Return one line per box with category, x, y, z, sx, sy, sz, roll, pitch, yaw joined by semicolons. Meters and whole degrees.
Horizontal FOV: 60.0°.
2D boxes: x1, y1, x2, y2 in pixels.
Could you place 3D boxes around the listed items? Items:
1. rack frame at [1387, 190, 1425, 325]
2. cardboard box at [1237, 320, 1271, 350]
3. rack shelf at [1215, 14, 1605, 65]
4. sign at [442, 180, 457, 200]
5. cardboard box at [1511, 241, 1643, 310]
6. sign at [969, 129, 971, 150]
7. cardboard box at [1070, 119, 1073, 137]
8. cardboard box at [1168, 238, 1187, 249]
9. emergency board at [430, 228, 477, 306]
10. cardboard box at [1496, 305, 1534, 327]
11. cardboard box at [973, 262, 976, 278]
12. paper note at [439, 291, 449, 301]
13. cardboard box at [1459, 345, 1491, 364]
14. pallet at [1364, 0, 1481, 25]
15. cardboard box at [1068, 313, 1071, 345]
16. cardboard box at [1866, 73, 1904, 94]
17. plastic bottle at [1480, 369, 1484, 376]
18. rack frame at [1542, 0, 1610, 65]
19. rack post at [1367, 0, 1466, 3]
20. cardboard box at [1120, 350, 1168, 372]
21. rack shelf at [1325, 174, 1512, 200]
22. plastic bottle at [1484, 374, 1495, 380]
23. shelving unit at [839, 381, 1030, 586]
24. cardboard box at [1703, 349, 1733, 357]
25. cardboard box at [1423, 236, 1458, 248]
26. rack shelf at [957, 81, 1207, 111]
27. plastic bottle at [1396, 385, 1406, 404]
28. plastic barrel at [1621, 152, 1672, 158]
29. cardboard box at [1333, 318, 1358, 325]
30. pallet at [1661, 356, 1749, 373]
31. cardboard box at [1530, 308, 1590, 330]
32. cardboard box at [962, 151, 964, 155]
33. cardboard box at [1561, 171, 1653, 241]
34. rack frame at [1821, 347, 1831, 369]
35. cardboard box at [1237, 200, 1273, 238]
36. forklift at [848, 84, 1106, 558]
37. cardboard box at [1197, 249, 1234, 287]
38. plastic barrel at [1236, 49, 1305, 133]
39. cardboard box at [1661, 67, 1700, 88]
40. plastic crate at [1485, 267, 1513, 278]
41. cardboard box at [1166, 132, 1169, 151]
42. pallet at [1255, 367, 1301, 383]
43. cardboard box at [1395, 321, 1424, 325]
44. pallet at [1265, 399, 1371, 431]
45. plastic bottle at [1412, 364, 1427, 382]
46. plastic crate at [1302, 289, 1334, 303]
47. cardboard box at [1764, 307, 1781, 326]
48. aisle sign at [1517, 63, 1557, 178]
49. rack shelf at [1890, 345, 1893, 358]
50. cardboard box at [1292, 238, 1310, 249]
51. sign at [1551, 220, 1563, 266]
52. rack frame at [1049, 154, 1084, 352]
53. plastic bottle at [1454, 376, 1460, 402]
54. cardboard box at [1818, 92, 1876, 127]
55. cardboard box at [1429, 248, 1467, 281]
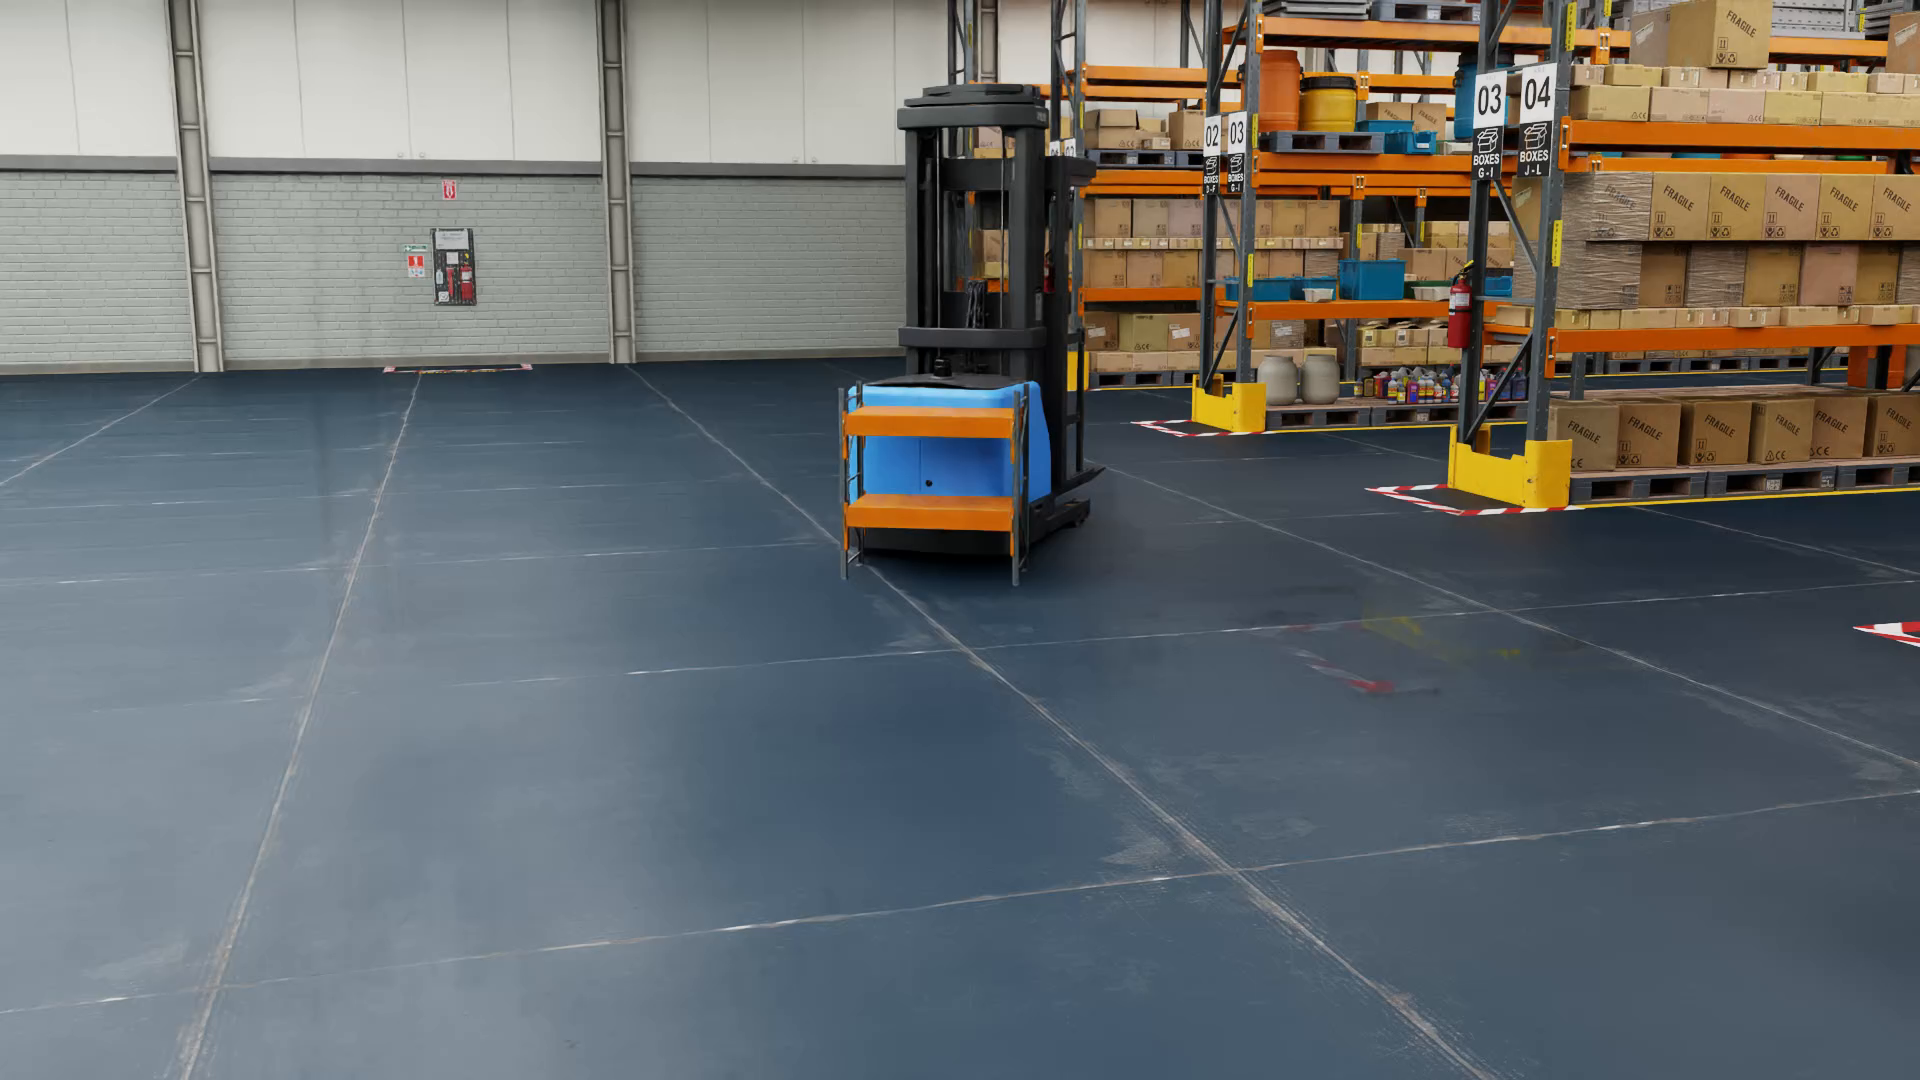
rack frame;7.684;-4.799;28.828;0.127;3.000;1.000;-3;11;-16
cardboard box;3.885;-2.848;22.594;0.500;0.500;0.500;-3;11;-16
rack shelf;4.692;-5.173;17.382;4.000;0.370;1.077;-3;11;-16
sign;-7.747;-5.315;25.228;0.199;0.298;0.001;-3;11;-16
cardboard box;4.692;-2.029;12.686;0.500;0.500;0.875;-3;11;-16
sign;0.154;-6.205;25.766;0.005;0.325;0.100;-3;11;-16
cardboard box;1.829;-6.562;27.028;0.500;0.500;0.500;-3;11;-16
cardboard box;2.818;-3.936;22.075;0.250;0.149;0.380;-3;11;-18
emergency board;-7.711;-4.158;25.346;0.643;1.169;0.194;-3;11;-16
cardboard box;4.372;-1.737;12.893;0.250;0.149;0.380;-3;11;-16
cardboard box;0.397;-4.387;26.952;0.500;0.250;0.500;-3;11;-15
paper note;-7.901;-3.727;25.442;0.142;0.148;0.016;-3;11;-16
cardboard box;7.164;-2.645;23.563;0.500;0.250;0.500;-3;11;-15
pallet;4.655;-5.426;17.292;1.213;0.211;1.003;-3;11;-16
cardboard box;1.958;-3.458;27.232;0.500;0.500;0.700;-4;11;-20
cardboard box;7.009;-3.500;12.802;0.250;0.149;0.380;-3;11;-18
plastic bottle;5.761;-1.794;18.607;0.185;0.351;0.144;-3;11;-16
rack frame;6.612;-5.825;17.830;0.127;3.000;1.000;-3;11;-16
rack post;4.623;-5.688;17.300;0.954;0.300;0.937;-3;11;-17
cardboard box;2.447;-2.402;22.242;0.500;0.250;0.500;-3;11;-16
rack shelf;7.152;-4.958;23.395;4.000;0.370;1.077;-3;11;-16
plastic bottle;5.825;-1.683;18.211;0.135;0.276;0.152;-3;11;-16
shelving unit;-0.143;-0.349;9.834;1.048;1.125;0.538;2;11;9
cardboard box;11.073;-2.977;24.624;0.500;0.500;0.500;-3;11;-18
cardboard box;8.222;-4.984;28.682;0.500;0.500;0.500;-3;11;-14
rack shelf;1.923;-7.090;26.701;4.000;0.370;1.077;-3;11;-16
plastic bottle;4.699;-1.555;17.720;0.097;0.201;0.097;0;10;0
plastic barrel;7.668;-4.692;18.581;0.600;0.901;0.600;0;10;0
cardboard box;6.480;-3.734;28.736;0.500;0.500;0.700;-3;11;-16
pallet;10.969;-2.659;24.905;1.213;0.211;1.003;-3;11;-16
cardboard box;4.496;-1.660;12.473;0.250;0.149;0.380;-3;11;-16
cardboard box;0.332;-5.993;26.700;0.500;0.500;0.500;-2;11;-12
cardboard box;4.760;-2.478;12.364;0.500;0.500;0.500;-3;11;-16
rack frame;12.912;-4.140;25.251;0.127;3.000;1.000;-3;11;-16
cardboard box;3.841;-4.348;22.520;0.500;0.500;0.700;-3;11;-16
forklift;0.283;-1.557;11.408;1.130;2.935;3.031;4;11;20
cardboard box;3.328;-3.682;22.488;0.500;0.500;0.700;-3;11;-14
plastic barrel;3.203;-4.611;17.179;0.708;0.830;0.600;-3;11;-16
cardboard box;5.250;-3.414;12.334;0.250;0.149;0.380;-3;11;-14
plastic crate;6.074;-2.839;18.355;0.504;0.338;0.767;-3;11;-16
cardboard box;2.957;-5.372;22.357;0.500;0.311;0.500;-2;11;-9
pallet;4.456;-2.331;23.125;1.213;0.211;1.003;-3;11;-16
cardboard box;6.518;-2.988;23.878;0.500;0.311;0.500;-3;11;-16
pallet;3.613;-1.352;17.810;1.213;0.211;1.003;-3;11;-16
plastic bottle;5.132;-1.788;18.575;0.185;0.351;0.144;-3;11;-16
plastic crate;3.721;-2.531;17.240;0.250;0.136;0.298;-3;11;-16
cardboard box;6.167;-1.755;12.988;0.250;0.149;0.380;-3;11;-16
aisle sign;4.180;-3.034;12.061;0.004;0.787;0.394;-3;11;-16
rack shelf;9.917;-1.761;14.312;4.000;0.370;1.077;-3;11;-16
cardboard box;4.541;-4.027;22.567;0.250;0.149;0.380;-3;11;-18
sign;4.308;-2.142;12.006;0.005;0.325;0.100;-3;11;-16
rack frame;1.391;-3.533;21.952;0.127;3.000;1.000;-3;11;-16
plastic bottle;5.423;-1.635;17.949;0.135;0.276;0.152;-3;11;-15
cardboard box;6.640;-3.295;12.788;0.500;0.250;0.500;-3;11;-16
cardboard box;6.960;-3.873;23.521;0.500;0.500;0.500;-3;11;-16
